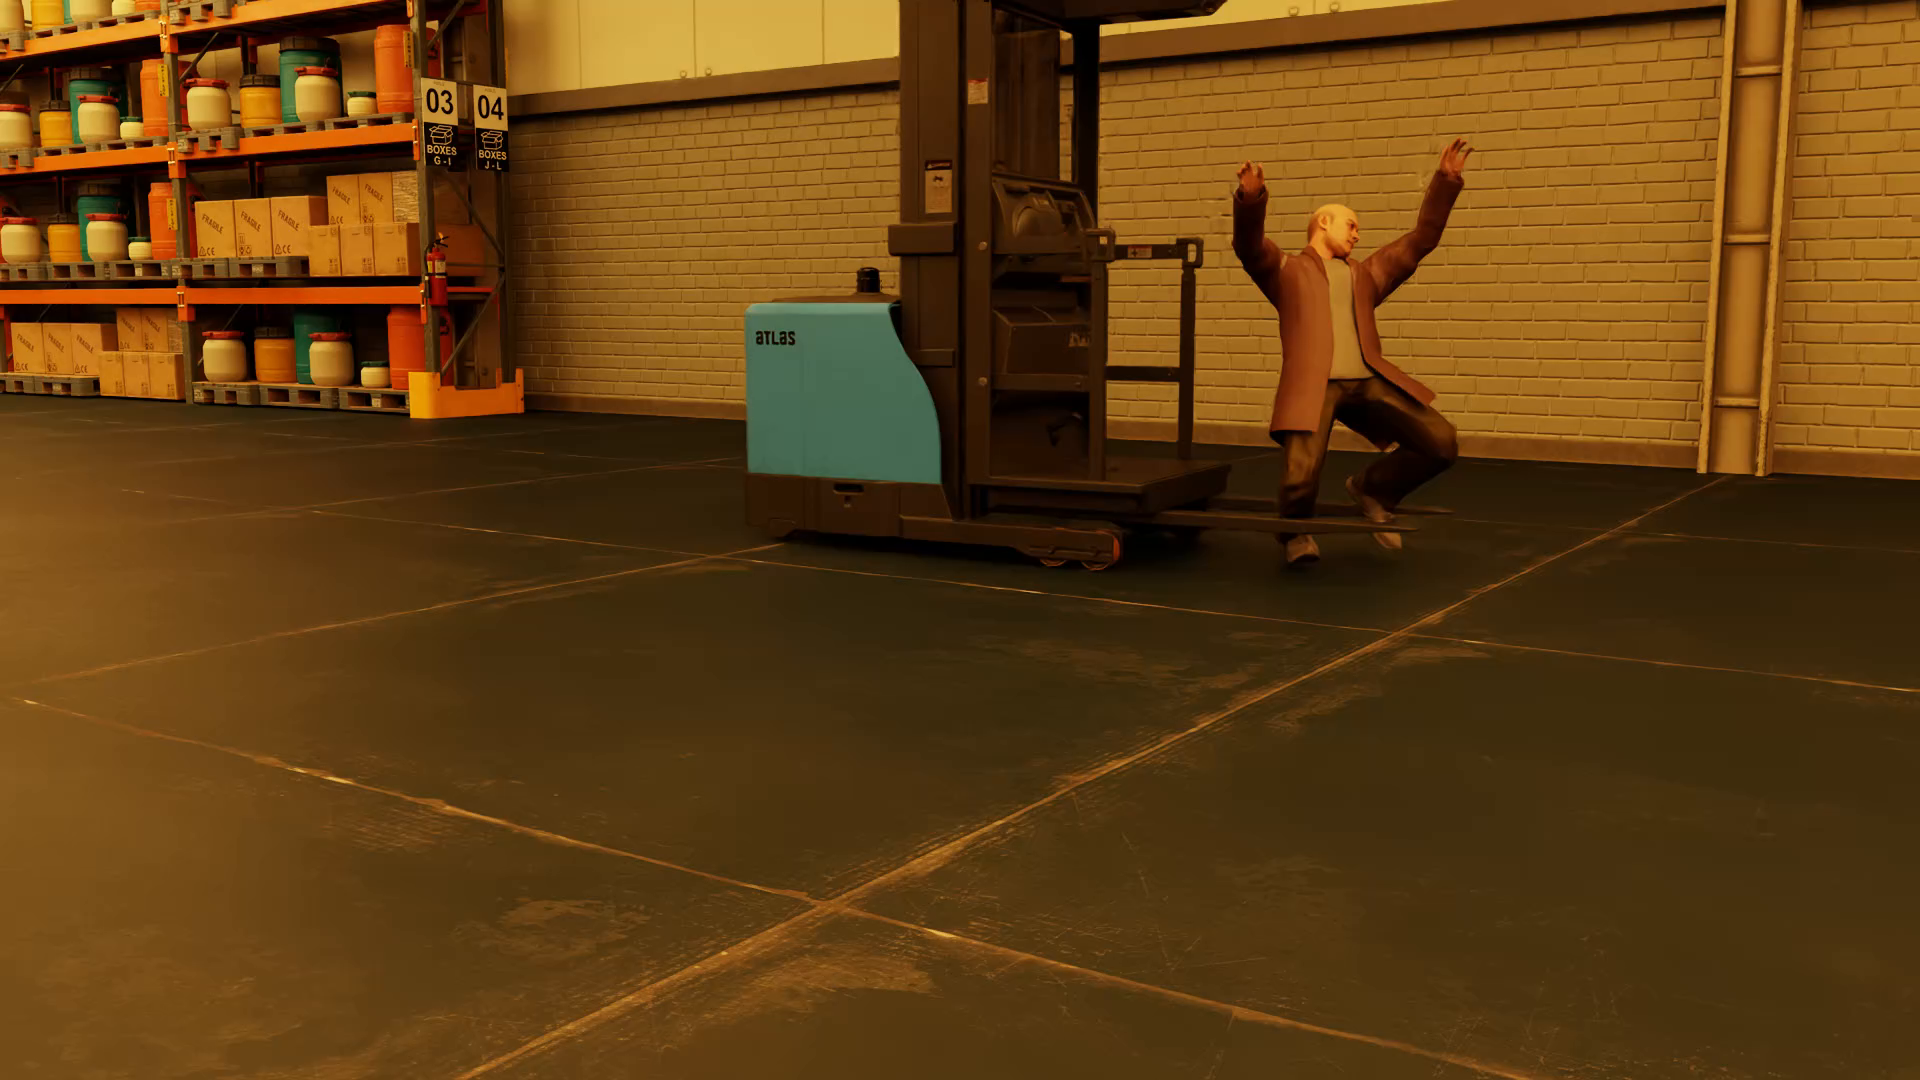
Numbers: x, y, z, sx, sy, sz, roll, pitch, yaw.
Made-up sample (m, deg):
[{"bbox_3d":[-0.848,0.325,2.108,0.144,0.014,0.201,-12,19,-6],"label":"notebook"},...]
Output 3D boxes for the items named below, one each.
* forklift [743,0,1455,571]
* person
[{"bbox_3d":[0.556,-1.412,7.119,3.031,2.935,1.130,4,9,28],"label":"forklift"},{"bbox_3d":[1.473,-0.745,6.654,1.038,1.683,0.725,-2,8,-13],"label":"person"}]
